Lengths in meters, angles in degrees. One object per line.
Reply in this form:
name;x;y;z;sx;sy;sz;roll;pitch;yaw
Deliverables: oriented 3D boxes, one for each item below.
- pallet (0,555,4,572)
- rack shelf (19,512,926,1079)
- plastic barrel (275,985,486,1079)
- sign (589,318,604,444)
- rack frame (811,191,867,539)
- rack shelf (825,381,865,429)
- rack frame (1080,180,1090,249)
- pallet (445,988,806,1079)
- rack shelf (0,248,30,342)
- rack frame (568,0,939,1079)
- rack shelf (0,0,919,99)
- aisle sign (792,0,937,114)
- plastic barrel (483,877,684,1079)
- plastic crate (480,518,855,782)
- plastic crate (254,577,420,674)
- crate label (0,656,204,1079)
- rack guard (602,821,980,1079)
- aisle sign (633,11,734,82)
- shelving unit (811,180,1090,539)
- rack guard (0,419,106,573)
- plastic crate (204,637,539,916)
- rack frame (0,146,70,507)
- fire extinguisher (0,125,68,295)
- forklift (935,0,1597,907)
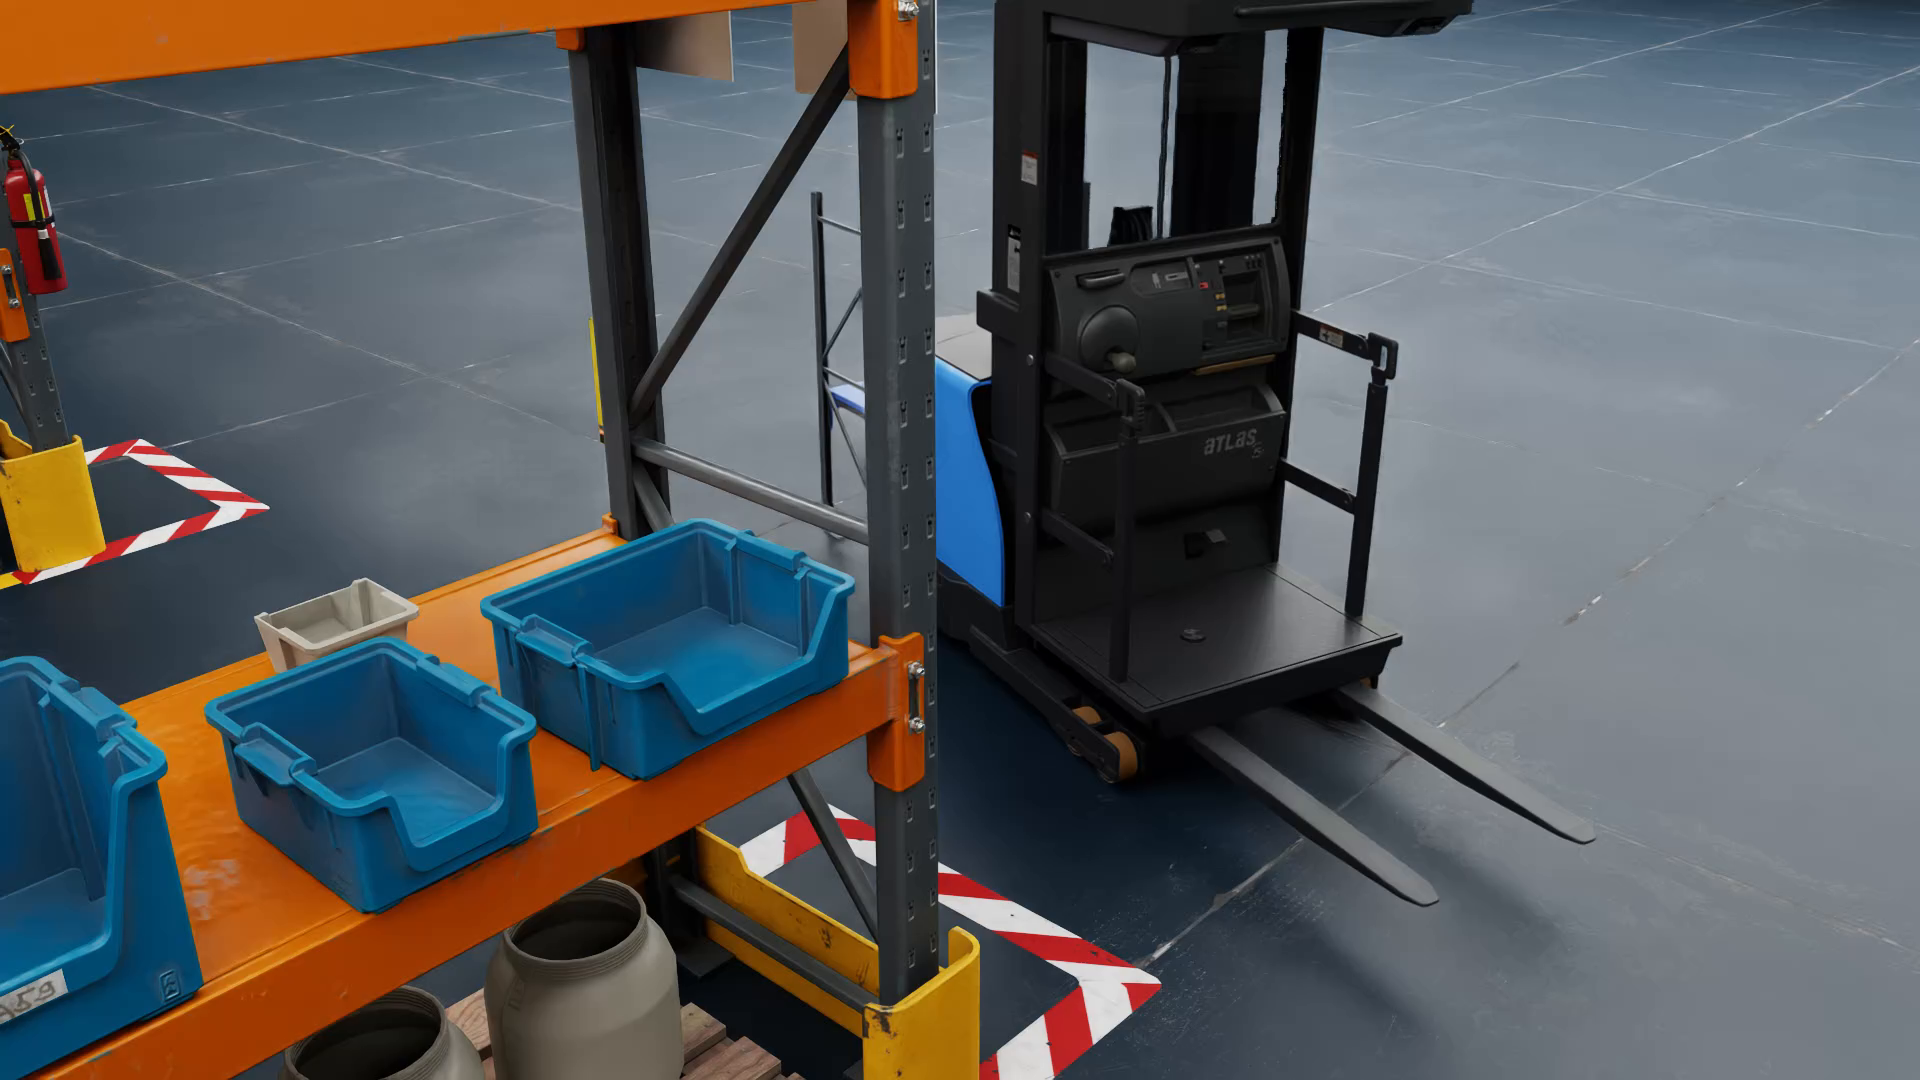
pallet;-4.768;0.078;6.818;1.003;0.211;1.213;20;31;38
rack shelf;-1.796;0.834;2.602;1.077;0.370;4.000;20;31;38
plastic barrel;-1.178;1.215;3.402;0.421;0.512;0.421;0;24;0
sign;-0.868;-0.381;4.095;0.100;0.325;0.005;20;31;38
rack frame;-0.450;-0.646;6.857;0.032;1.500;0.500;-16;29;-31
rack shelf;-0.033;-0.600;7.196;1.000;0.185;0.538;-16;29;-31
rack frame;0.384;-0.883;7.387;0.032;1.500;0.500;-16;29;-31
pallet;-1.023;1.451;3.755;1.003;0.211;1.213;20;31;38
rack shelf;-5.484;-0.518;5.618;1.077;0.370;4.000;20;31;38
rack frame;-0.461;-0.103;3.814;1.000;3.000;0.127;20;31;38
rack shelf;-1.796;-0.534;1.988;1.077;0.370;4.000;20;31;38
aisle sign;-0.192;-1.230;3.150;0.394;0.787;0.004;20;31;38
plastic barrel;-0.843;1.062;3.743;0.421;0.512;0.421;0;24;0
plastic crate;-0.572;0.199;3.322;0.499;0.251;0.616;20;31;38
plastic crate;-1.298;0.202;3.456;0.298;0.136;0.250;20;31;38
crate label;-1.488;0.515;2.391;0.502;0.435;0.616;20;31;38
rack guard;-0.476;1.073;4.245;1.175;0.500;0.348;20;31;38
aisle sign;-0.631;-1.391;3.509;0.394;0.787;0.004;20;31;38
shelving unit;-0.033;-0.765;7.122;1.048;1.500;0.538;-16;29;-31
rack guard;-4.200;-0.292;7.290;1.175;0.500;0.348;20;31;38
plastic crate;-1.010;0.395;2.884;0.499;0.251;0.408;20;31;38
rack frame;-4.149;-1.456;6.830;1.000;3.000;0.127;20;31;38
fire extinguisher;-3.730;-1.329;6.643;0.296;0.674;0.183;20;31;38
forklift;0.812;-0.751;5.343;1.130;2.935;3.031;-13;27;-26
